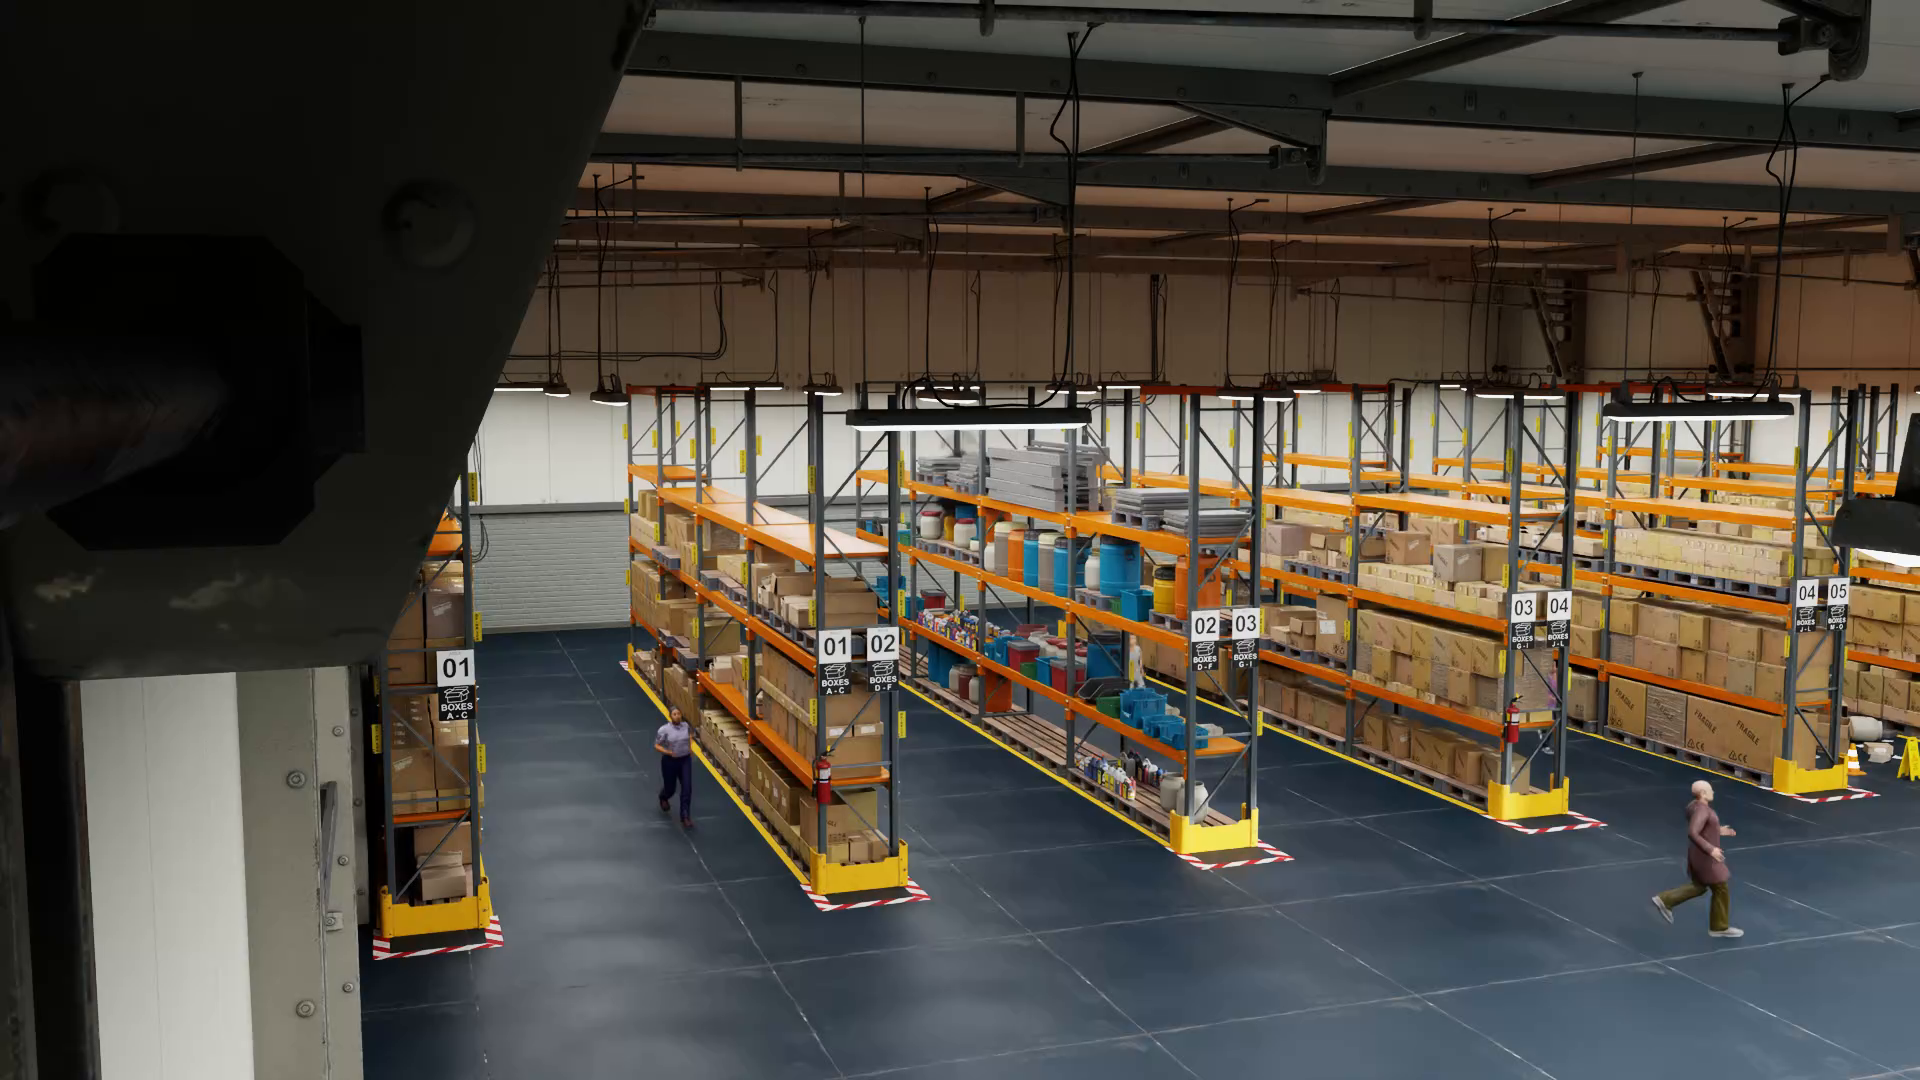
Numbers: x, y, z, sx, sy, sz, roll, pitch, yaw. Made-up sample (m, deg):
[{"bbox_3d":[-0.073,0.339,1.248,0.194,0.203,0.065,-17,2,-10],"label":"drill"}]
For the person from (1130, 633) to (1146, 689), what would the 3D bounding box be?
[{"bbox_3d":[3.082,2.458,29.621,0.611,1.639,0.541,-3,7,-27],"label":"person"}]

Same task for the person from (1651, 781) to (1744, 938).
[{"bbox_3d":[8.303,3.545,18.525,0.866,1.751,0.720,1,6,10],"label":"person"}]

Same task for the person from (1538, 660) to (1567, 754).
[{"bbox_3d":[9.726,2.740,27.343,0.580,1.565,0.556,-4,7,-34],"label":"person"}]

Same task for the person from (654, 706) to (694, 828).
[{"bbox_3d":[-3.962,3.126,23.198,0.609,1.645,0.891,-3,7,-29],"label":"person"}]
